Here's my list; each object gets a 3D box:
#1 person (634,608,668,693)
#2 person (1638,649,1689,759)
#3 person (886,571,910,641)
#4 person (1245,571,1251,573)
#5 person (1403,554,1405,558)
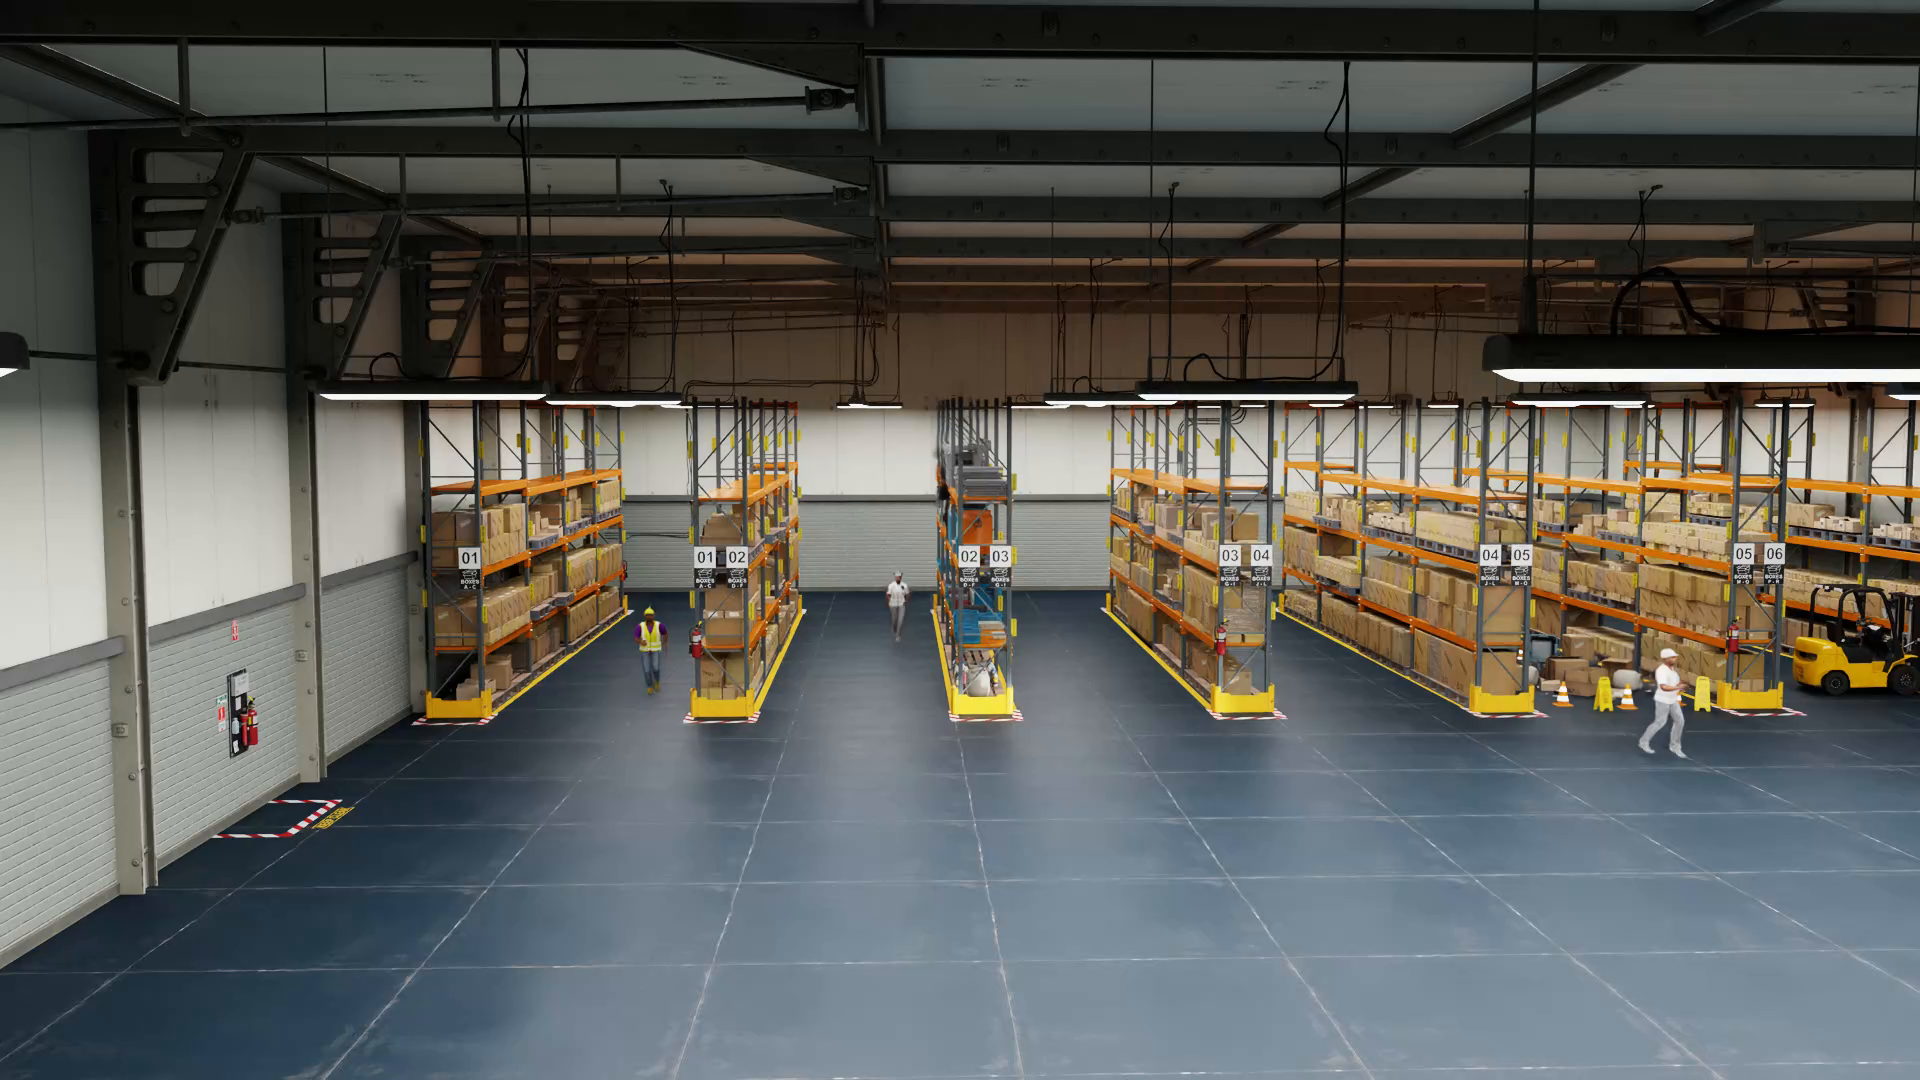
[{"bbox_3d":[-6.255,2.248,33.653,0.685,1.725,0.623,-1,4,-9],"label":"person"},{"bbox_3d":[11.691,2.623,27.557,0.774,1.663,0.720,4,6,42],"label":"person"},{"bbox_3d":[-1.471,1.562,39.637,0.582,1.660,0.584,0,4,-2],"label":"person"},{"bbox_3d":[7.972,1.249,46.902,0.628,1.638,0.923,2,5,23],"label":"person"},{"bbox_3d":[13.319,1.176,49.216,0.802,1.516,0.572,0,4,5],"label":"person"}]
